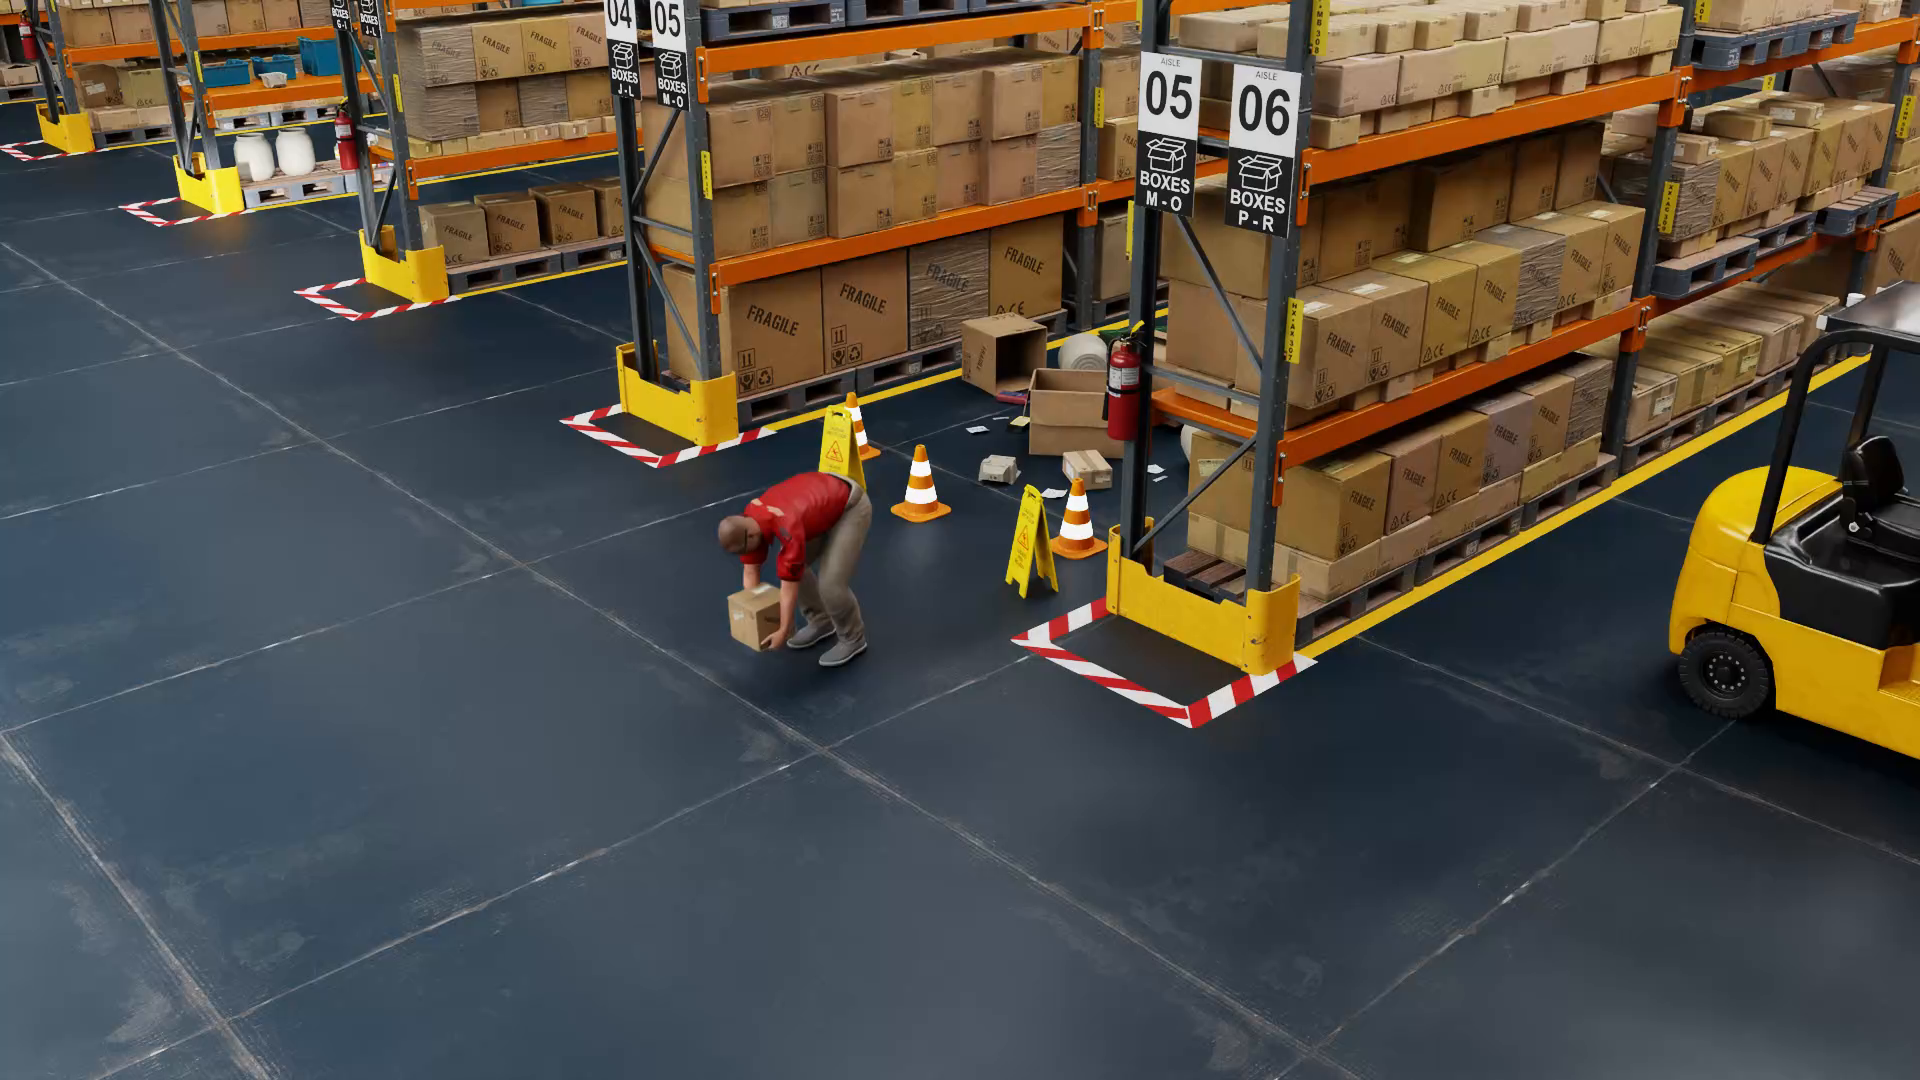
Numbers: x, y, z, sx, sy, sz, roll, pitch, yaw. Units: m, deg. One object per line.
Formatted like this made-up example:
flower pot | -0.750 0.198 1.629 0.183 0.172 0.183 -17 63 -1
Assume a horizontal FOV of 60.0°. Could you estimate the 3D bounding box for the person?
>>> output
person | -0.897 0.196 9.020 0.508 1.049 0.963 22 32 40
